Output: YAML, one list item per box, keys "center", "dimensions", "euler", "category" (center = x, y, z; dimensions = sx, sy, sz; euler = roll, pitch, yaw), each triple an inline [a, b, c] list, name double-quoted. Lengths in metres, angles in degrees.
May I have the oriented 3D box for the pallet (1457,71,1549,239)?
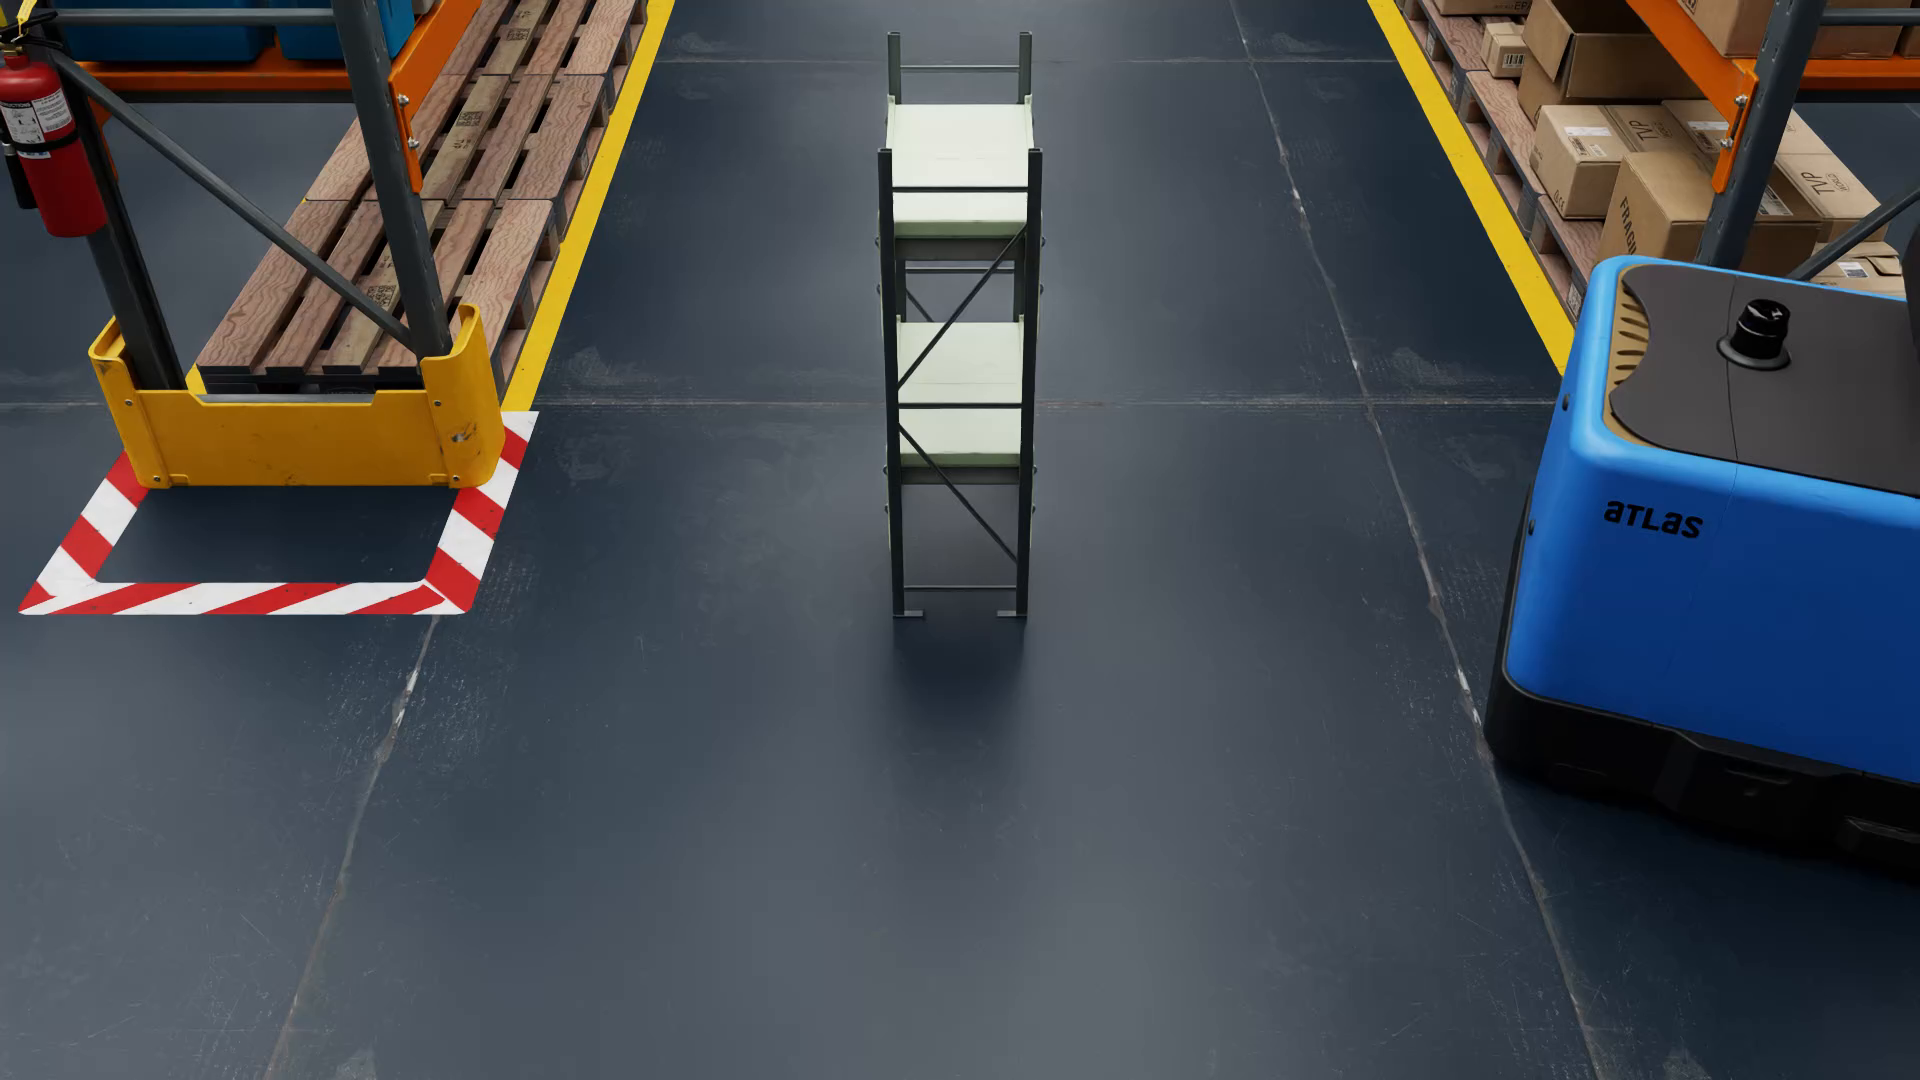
- center: [2.804, -1.682, 7.181]
  dimensions: [1.003, 0.211, 1.213]
  euler: [0, 39, 0]
  category: "pallet"

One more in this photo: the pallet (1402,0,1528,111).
- center: [2.799, -2.447, 8.135]
  dimensions: [1.003, 0.211, 1.213]
  euler: [0, 39, 0]
  category: "pallet"

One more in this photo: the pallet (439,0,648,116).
- center: [-2.114, -2.416, 8.096]
  dimensions: [1.003, 0.211, 1.213]
  euler: [0, 39, 0]
  category: "pallet"

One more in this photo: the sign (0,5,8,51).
- center: [-2.699, -1.515, 4.612]
  dimensions: [0.100, 0.325, 0.005]
  euler: [0, 39, 0]
  category: "sign"

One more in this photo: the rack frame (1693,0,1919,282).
- center: [2.804, -1.464, 4.678]
  dimensions: [1.000, 3.000, 0.127]
  euler: [0, 39, 0]
  category: "rack frame"

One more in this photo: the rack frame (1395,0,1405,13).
- center: [2.800, -3.965, 7.799]
  dimensions: [1.000, 3.000, 0.127]
  euler: [0, 39, 0]
  category: "rack frame"

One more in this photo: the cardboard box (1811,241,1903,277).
- center: [3.147, -0.948, 5.948]
  dimensions: [0.380, 0.166, 0.250]
  euler: [0, 39, 0]
  category: "cardboard box"

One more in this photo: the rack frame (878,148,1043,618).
- center: [0.000, -0.361, 4.501]
  dimensions: [0.400, 1.500, 0.023]
  euler: [0, 39, 0]
  category: "rack frame"

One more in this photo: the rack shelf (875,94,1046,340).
- center: [0.000, -0.894, 4.542]
  dimensions: [0.431, 0.370, 0.720]
  euler: [0, 39, 0]
  category: "rack shelf"

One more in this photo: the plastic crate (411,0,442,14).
- center: [-1.738, -1.738, 5.183]
  dimensions: [0.250, 0.136, 0.298]
  euler: [0, 39, 0]
  category: "plastic crate"

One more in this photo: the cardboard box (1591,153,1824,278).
- center: [2.557, -1.000, 5.746]
  dimensions: [0.500, 0.500, 0.500]
  euler: [0, 39, 0]
  category: "cardboard box"

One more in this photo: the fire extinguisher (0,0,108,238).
- center: [-2.603, -1.192, 4.699]
  dimensions: [0.296, 0.674, 0.183]
  euler: [0, 39, 0]
  category: "fire extinguisher"

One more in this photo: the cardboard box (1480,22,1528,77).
- center: [2.595, -2.227, 7.545]
  dimensions: [0.380, 0.166, 0.250]
  euler: [0, 39, 0]
  category: "cardboard box"

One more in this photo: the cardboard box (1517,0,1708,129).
- center: [2.807, -1.988, 6.976]
  dimensions: [0.797, 0.503, 0.637]
  euler: [0, 39, 0]
  category: "cardboard box"

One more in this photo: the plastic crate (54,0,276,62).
- center: [-2.336, -1.709, 4.907]
  dimensions: [0.616, 0.435, 0.499]
  euler: [0, 39, 0]
  category: "plastic crate"

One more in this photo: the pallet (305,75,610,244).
- center: [-2.110, -1.651, 7.141]
  dimensions: [1.003, 0.211, 1.213]
  euler: [0, 39, 0]
  category: "pallet"

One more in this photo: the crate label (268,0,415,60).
- center: [-1.820, -1.575, 4.903]
  dimensions: [0.416, 0.233, 0.303]
  euler: [0, 39, 0]
  category: "crate label"

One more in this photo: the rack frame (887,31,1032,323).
- center: [0.000, -0.818, 5.072]
  dimensions: [0.400, 1.500, 0.023]
  euler: [0, 39, 0]
  category: "rack frame"

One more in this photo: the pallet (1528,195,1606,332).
- center: [2.802, -0.921, 6.231]
  dimensions: [1.003, 0.211, 1.213]
  euler: [0, 39, 0]
  category: "pallet"

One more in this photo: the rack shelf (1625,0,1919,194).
- center: [2.802, -2.434, 6.463]
  dimensions: [1.077, 0.370, 4.000]
  euler: [0, 39, 0]
  category: "rack shelf"

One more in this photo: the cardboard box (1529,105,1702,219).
- center: [2.586, -1.496, 6.565]
  dimensions: [0.500, 0.250, 0.500]
  euler: [0, 39, 0]
  category: "cardboard box"

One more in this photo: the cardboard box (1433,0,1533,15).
- center: [2.584, -2.825, 8.175]
  dimensions: [0.500, 0.311, 0.500]
  euler: [0, 39, 0]
  category: "cardboard box"

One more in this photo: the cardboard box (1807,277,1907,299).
- center: [3.147, -0.785, 5.759]
  dimensions: [0.380, 0.149, 0.250]
  euler: [0, 39, 0]
  category: "cardboard box"

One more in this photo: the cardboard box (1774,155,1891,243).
- center: [3.087, -1.215, 6.215]
  dimensions: [0.500, 0.250, 0.500]
  euler: [0, 39, 0]
  category: "cardboard box"

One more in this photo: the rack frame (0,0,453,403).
- center: [-2.149, -1.462, 4.676]
  dimensions: [1.000, 3.000, 0.127]
  euler: [0, 39, 0]
  category: "rack frame"

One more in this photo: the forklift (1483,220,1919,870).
- center: [2.983, -0.500, 3.530]
  dimensions: [3.031, 2.935, 1.130]
  euler: [13, 40, 15]
  category: "forklift"

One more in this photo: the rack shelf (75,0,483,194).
- center: [-2.152, -2.432, 6.462]
  dimensions: [1.077, 0.370, 4.000]
  euler: [0, 39, 0]
  category: "rack shelf"

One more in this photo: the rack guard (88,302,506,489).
- center: [-2.136, -0.472, 5.439]
  dimensions: [1.175, 0.500, 0.348]
  euler: [0, 39, 0]
  category: "rack guard"

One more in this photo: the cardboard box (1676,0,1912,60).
- center: [2.531, -1.782, 4.996]
  dimensions: [0.500, 0.500, 0.500]
  euler: [1, 39, 1]
  category: "cardboard box"

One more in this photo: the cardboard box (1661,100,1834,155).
- center: [3.086, -1.528, 6.605]
  dimensions: [0.500, 0.250, 0.500]
  euler: [0, 39, 0]
  category: "cardboard box"

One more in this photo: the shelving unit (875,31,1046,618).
- center: [0.000, -0.589, 4.786]
  dimensions: [0.431, 1.500, 0.755]
  euler: [0, 39, 0]
  category: "shelving unit"

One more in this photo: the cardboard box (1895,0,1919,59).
- center: [3.067, -1.780, 4.993]
  dimensions: [0.500, 0.500, 0.500]
  euler: [1, 39, 1]
  category: "cardboard box"

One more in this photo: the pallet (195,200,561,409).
- center: [-2.111, -0.890, 6.192]
  dimensions: [1.003, 0.211, 1.213]
  euler: [0, 39, 0]
  category: "pallet"

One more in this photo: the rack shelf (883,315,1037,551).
- center: [0.000, -0.335, 4.990]
  dimensions: [0.431, 0.370, 0.720]
  euler: [0, 39, 0]
  category: "rack shelf"
